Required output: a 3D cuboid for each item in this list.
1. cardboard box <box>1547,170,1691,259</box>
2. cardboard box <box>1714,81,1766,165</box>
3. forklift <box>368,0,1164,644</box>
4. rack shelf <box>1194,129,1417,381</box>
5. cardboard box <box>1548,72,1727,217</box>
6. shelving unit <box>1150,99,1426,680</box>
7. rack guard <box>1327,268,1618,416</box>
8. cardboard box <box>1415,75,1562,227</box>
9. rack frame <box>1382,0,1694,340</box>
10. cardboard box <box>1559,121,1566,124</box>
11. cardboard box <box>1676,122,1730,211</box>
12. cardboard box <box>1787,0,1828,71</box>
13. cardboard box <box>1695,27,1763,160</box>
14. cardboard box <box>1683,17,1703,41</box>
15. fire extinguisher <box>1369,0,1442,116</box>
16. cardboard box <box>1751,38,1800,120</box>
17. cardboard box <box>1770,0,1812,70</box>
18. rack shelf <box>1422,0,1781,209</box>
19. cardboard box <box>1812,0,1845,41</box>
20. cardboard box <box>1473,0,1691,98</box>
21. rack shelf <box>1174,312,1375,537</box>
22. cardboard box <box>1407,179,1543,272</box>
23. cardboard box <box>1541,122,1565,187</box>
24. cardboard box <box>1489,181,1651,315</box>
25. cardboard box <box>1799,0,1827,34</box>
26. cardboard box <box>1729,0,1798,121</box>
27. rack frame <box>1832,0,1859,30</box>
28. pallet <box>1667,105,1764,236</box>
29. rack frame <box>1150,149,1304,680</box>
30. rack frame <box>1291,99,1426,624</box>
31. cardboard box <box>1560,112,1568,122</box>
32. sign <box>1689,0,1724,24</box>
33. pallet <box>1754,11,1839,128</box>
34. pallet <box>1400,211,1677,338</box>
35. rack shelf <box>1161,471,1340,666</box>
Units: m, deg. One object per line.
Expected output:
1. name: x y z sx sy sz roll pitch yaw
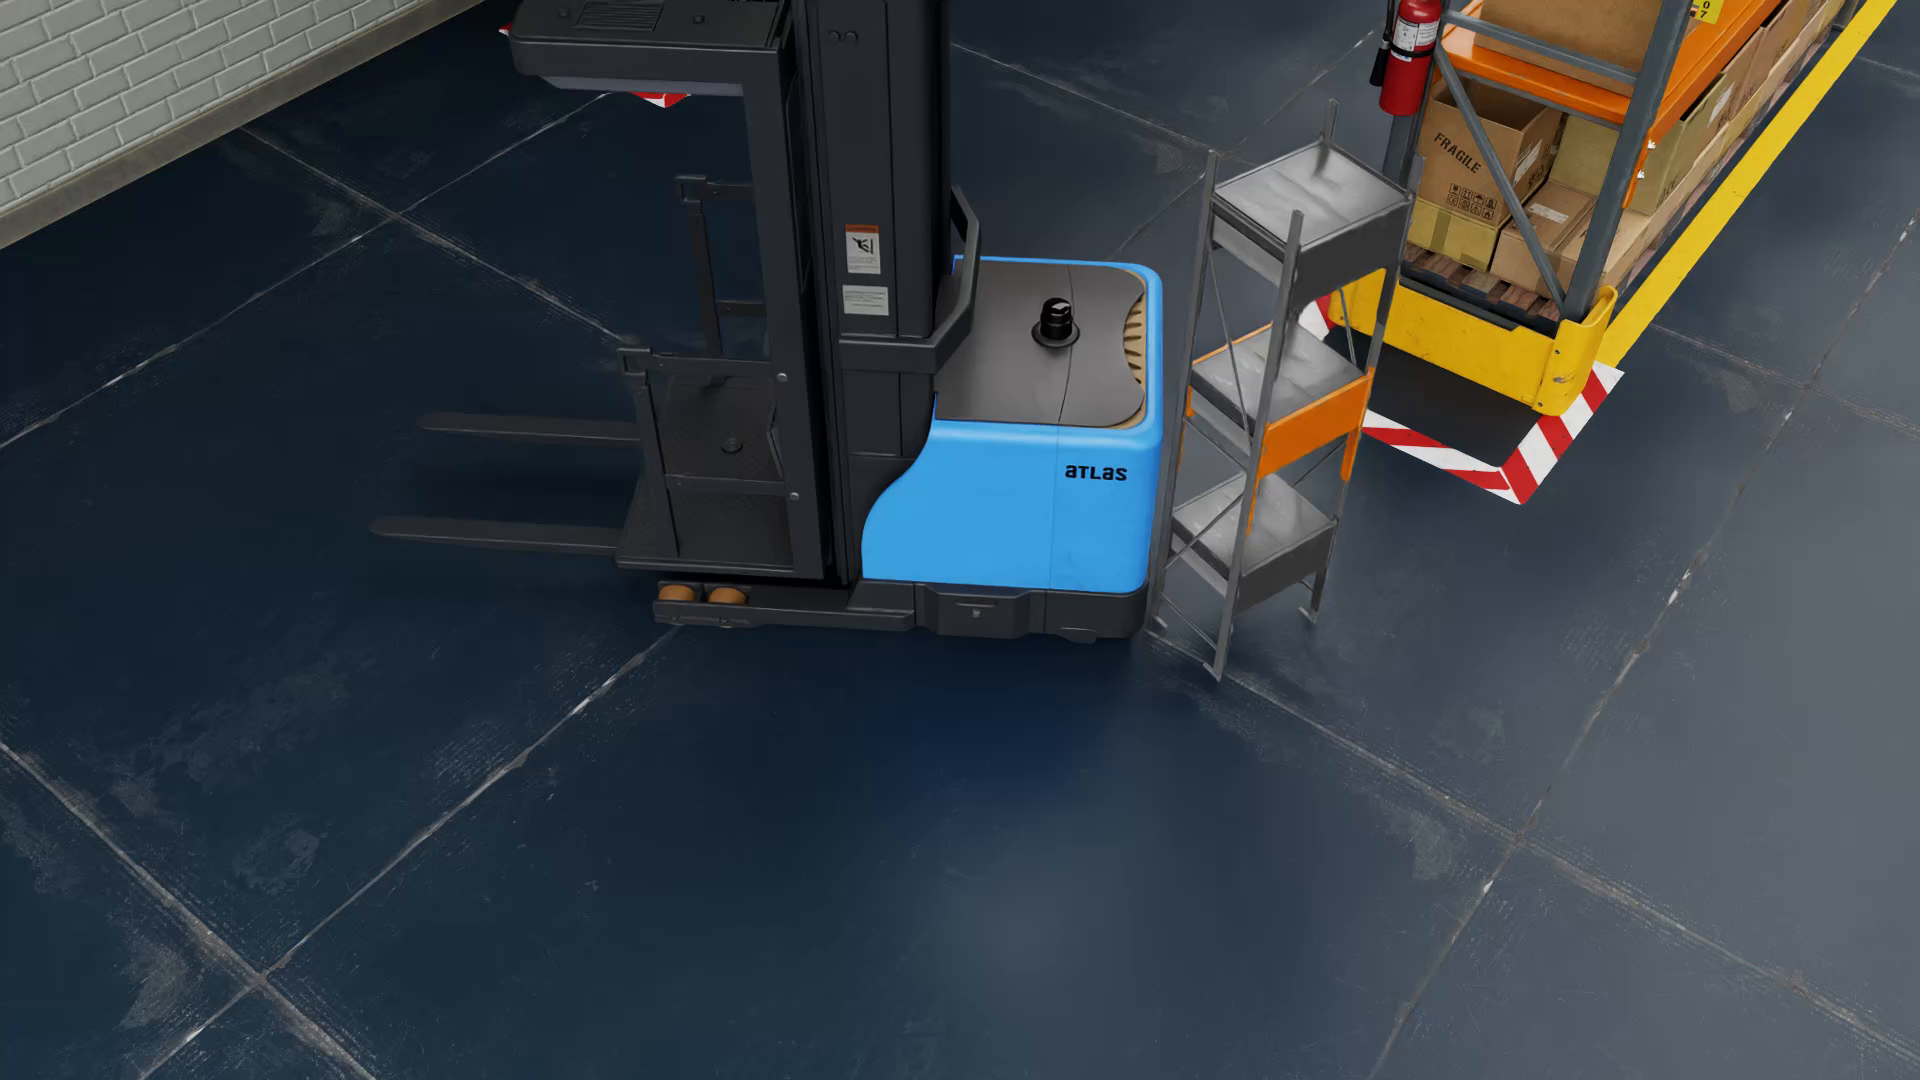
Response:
1. cardboard box: 3.073 -1.619 7.833 0.500 0.250 0.500 29 53 25
2. cardboard box: 3.689 -2.189 8.378 0.500 0.250 0.500 29 53 25
3. forklift: -0.771 -1.050 5.726 3.031 2.935 1.130 3 46 3
4. rack shelf: 1.060 -0.894 5.203 0.480 0.518 0.431 -27 52 -23
5. cardboard box: 3.075 -1.877 7.562 0.500 0.500 0.500 29 53 25
6. shelving unit: 1.060 -0.420 5.699 0.503 2.100 0.431 -27 52 -23
7. rack guard: 2.252 -1.051 7.408 1.175 0.500 0.348 29 53 25
8. cardboard box: 2.359 -1.820 7.507 0.500 0.500 0.500 29 53 25
9. rack frame: 2.266 -1.928 6.517 1.000 3.000 0.127 29 53 25
10. cardboard box: 2.961 -2.139 8.330 0.500 0.250 0.500 29 53 25
11. cardboard box: 3.379 -1.905 8.107 0.500 0.250 0.500 29 53 25
12. cardboard box: 4.288 -2.768 8.931 0.500 0.250 0.500 29 53 25
13. cardboard box: 3.370 -2.169 7.840 0.500 0.500 0.500 29 53 25
14. cardboard box: 2.879 -2.526 7.020 0.700 0.500 0.500 31 53 26
15. fire extinguisher: 1.827 -2.039 6.677 0.296 0.674 0.183 29 53 25
16. cardboard box: 3.994 -2.475 8.651 0.500 0.250 0.500 29 53 25
17. cardboard box: 3.984 -2.740 8.386 0.500 0.500 0.500 29 53 25
18. rack shelf: 3.489 -2.824 7.870 1.077 0.370 4.000 29 53 25
19. cardboard box: 4.601 -3.050 9.200 0.500 0.250 0.500 29 53 25
20. cardboard box: 2.562 -2.224 6.731 0.700 0.500 0.500 29 53 25
21. rack shelf: 1.060 -0.411 5.709 0.480 0.518 0.431 -27 52 -23
22. cardboard box: 2.361 -1.560 7.777 0.500 0.250 0.500 29 53 25
23. cardboard box: 2.657 -1.852 8.056 0.500 0.250 0.500 29 53 25
24. cardboard box: 2.770 -1.331 7.559 0.500 0.250 0.500 29 53 25
25. cardboard box: 4.287 -3.028 8.661 0.500 0.500 0.500 29 53 25
26. cardboard box: 3.690 -2.448 8.106 0.500 0.500 0.500 29 53 25
27. rack frame: 4.712 -4.217 8.703 1.000 3.000 0.127 29 53 25
28. pallet: 3.447 -2.116 8.625 1.003 0.211 1.213 29 53 25
29. rack frame: 0.860 -0.319 5.603 0.015 2.100 0.400 -27 52 -23
30. rack frame: 1.260 -0.521 5.796 0.015 2.100 0.400 -27 52 -23
31. cardboard box: 2.959 -2.399 8.060 0.500 0.500 0.500 29 53 25
32. sign: 2.702 -2.005 5.938 0.100 0.325 0.005 29 53 25
33. pallet: 4.193 -2.817 9.295 1.003 0.211 1.213 29 53 25
34. pallet: 2.701 -1.421 7.961 1.003 0.211 1.213 29 53 25
35. rack shelf: 1.060 0.073 6.215 0.480 0.518 0.431 -27 52 -23
